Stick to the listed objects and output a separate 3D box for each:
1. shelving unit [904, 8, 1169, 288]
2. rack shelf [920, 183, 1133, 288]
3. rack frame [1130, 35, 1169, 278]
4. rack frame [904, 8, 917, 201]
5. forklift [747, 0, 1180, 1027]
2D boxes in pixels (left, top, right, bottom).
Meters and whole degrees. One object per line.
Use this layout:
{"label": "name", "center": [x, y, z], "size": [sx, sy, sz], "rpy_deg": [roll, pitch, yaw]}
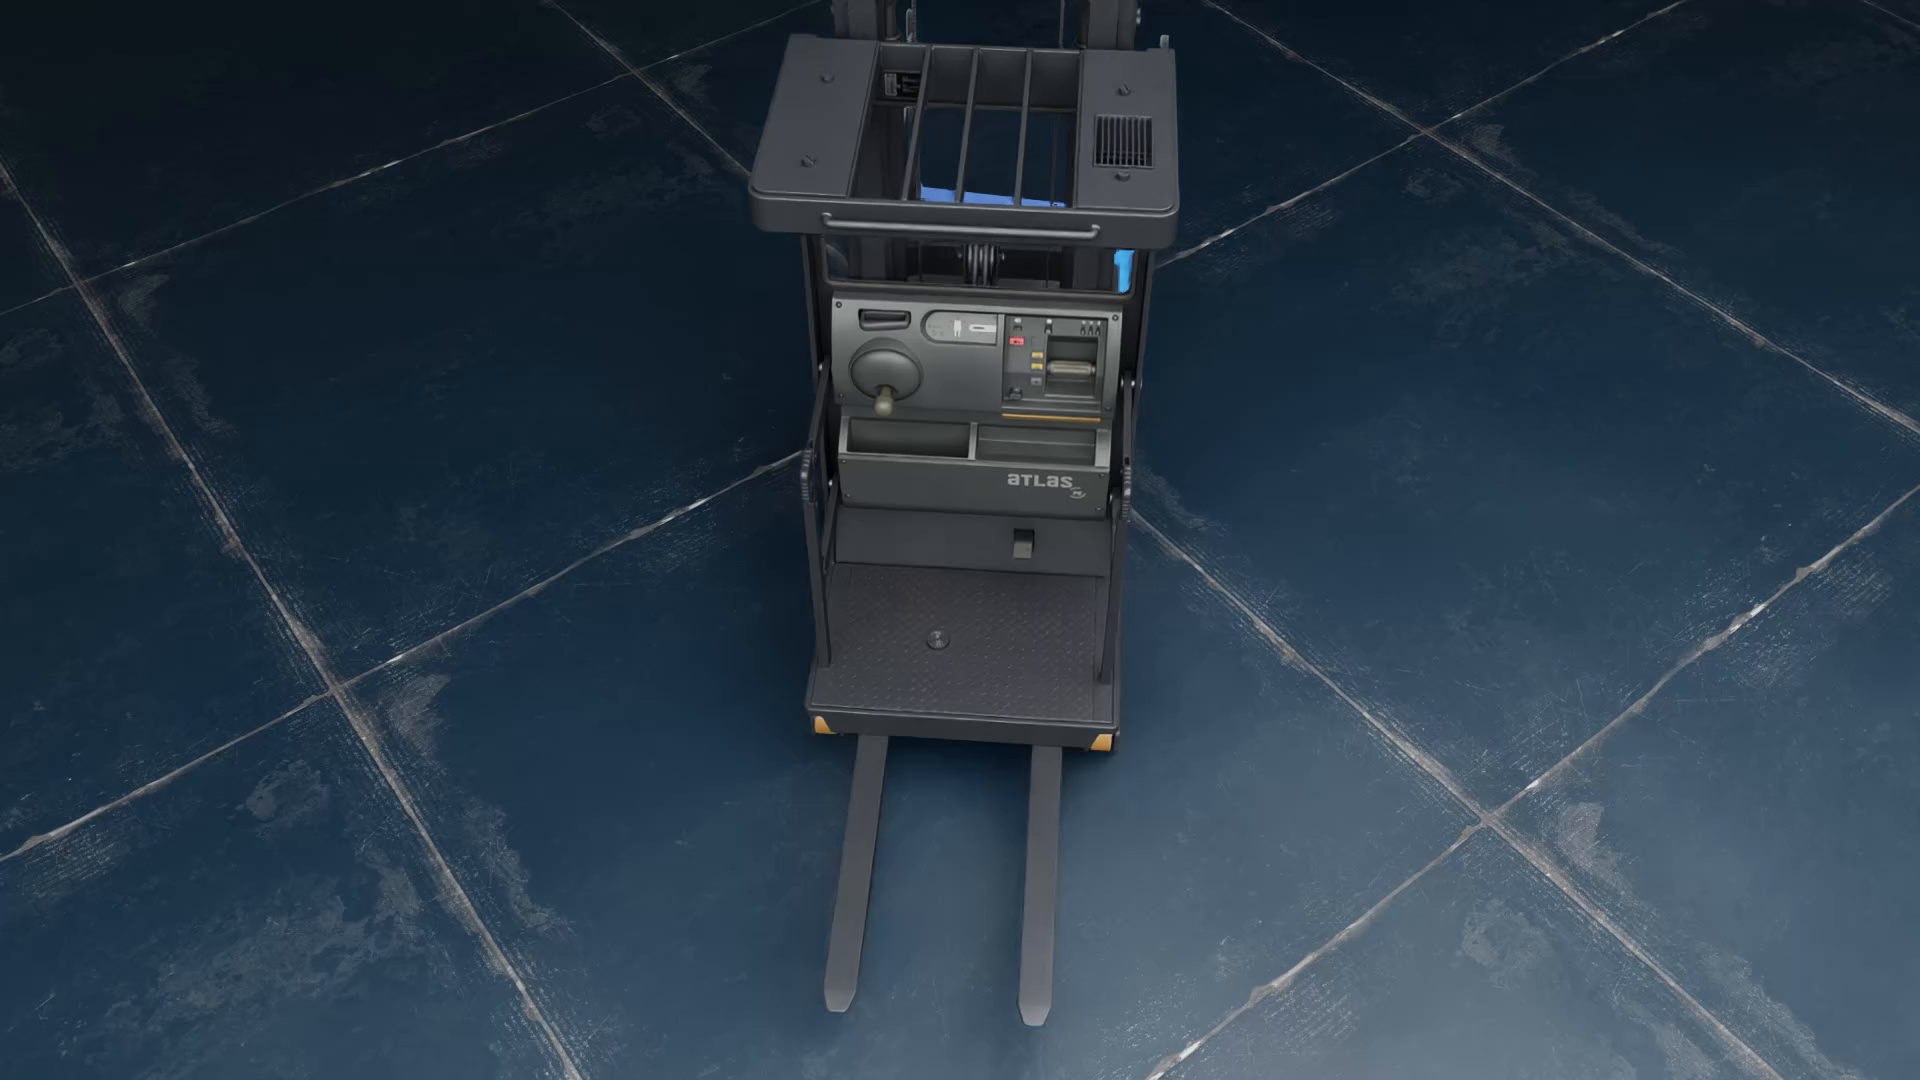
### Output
{"label": "shelving unit", "center": [0.258, -1.367, 6.975], "size": [1.048, 1.500, 0.538], "rpy_deg": [8, 48, 7]}
{"label": "rack shelf", "center": [0.258, -1.246, 7.109], "size": [1.000, 0.185, 0.538], "rpy_deg": [8, 48, 7]}
{"label": "rack frame", "center": [0.757, -1.294, 6.910], "size": [0.032, 1.500, 0.500], "rpy_deg": [8, 48, 7]}
{"label": "rack frame", "center": [-0.241, -1.439, 7.041], "size": [0.032, 1.500, 0.500], "rpy_deg": [8, 48, 7]}
{"label": "forklift", "center": [0.036, -0.481, 5.207], "size": [1.130, 2.935, 3.031], "rpy_deg": [3, 48, 3]}
